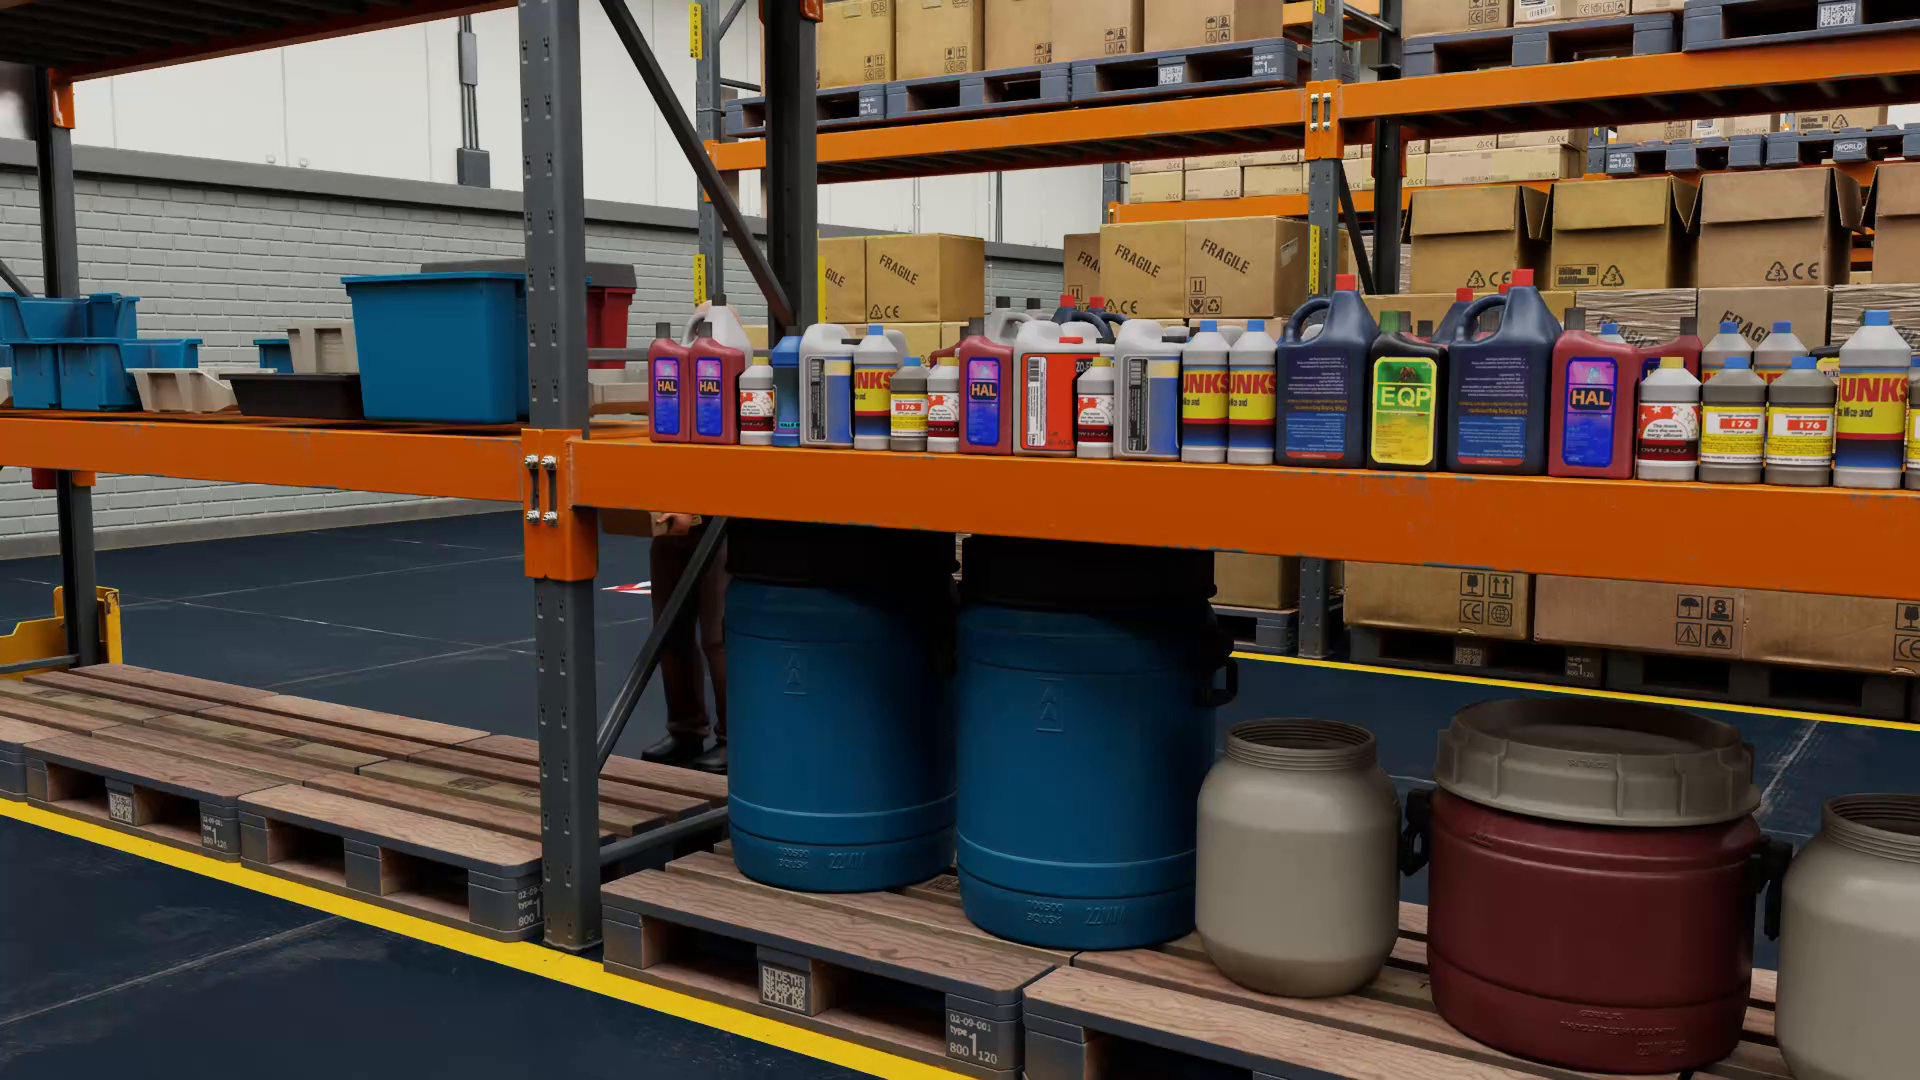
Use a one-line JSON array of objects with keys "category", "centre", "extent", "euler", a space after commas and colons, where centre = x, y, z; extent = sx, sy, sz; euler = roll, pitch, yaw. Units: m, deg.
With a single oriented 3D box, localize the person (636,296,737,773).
[{"category": "person", "centre": [-0.931, -0.026, 6.124], "extent": [0.584, 1.719, 0.429], "euler": [4, 7, 30]}]
